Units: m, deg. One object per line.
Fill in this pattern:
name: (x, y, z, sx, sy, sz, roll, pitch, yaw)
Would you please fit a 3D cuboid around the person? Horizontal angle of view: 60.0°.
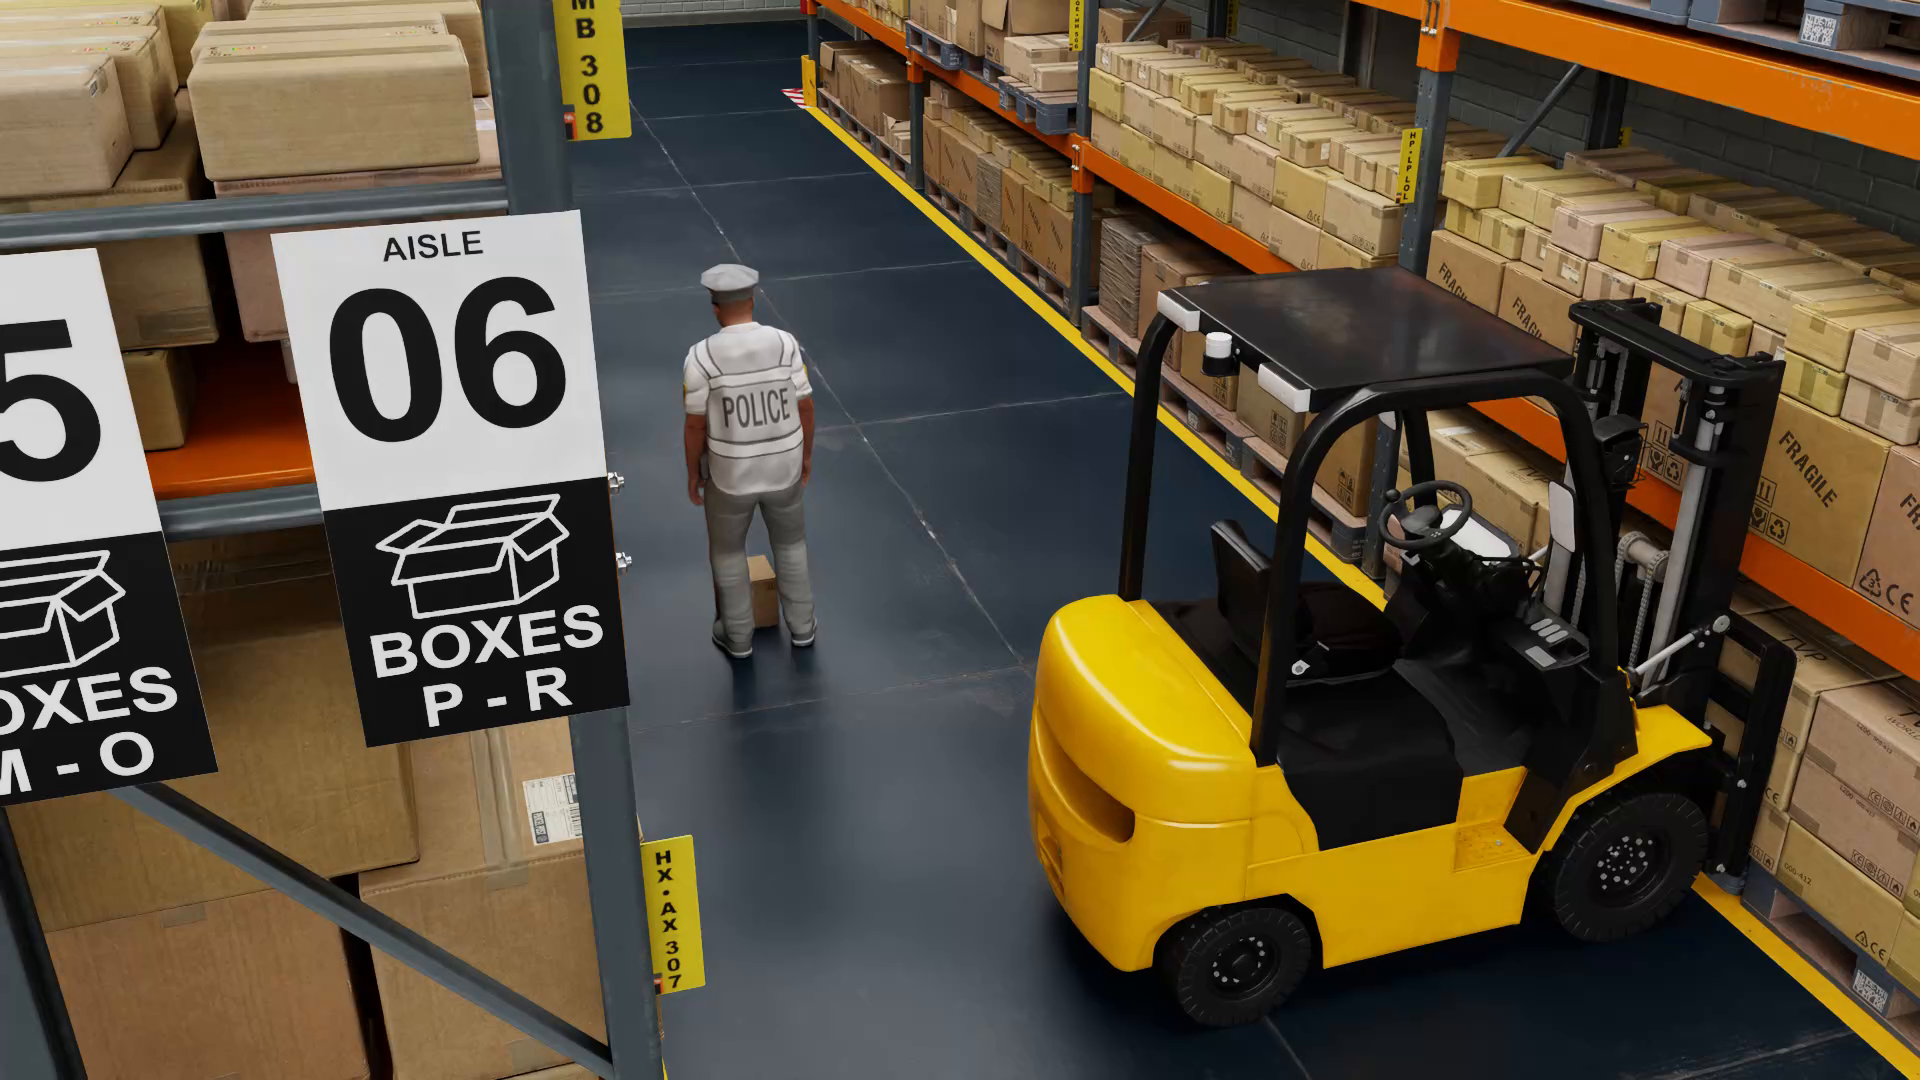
person: (-0.903, -0.306, 7.228, 0.582, 1.747, 0.435, -10, 28, -19)
